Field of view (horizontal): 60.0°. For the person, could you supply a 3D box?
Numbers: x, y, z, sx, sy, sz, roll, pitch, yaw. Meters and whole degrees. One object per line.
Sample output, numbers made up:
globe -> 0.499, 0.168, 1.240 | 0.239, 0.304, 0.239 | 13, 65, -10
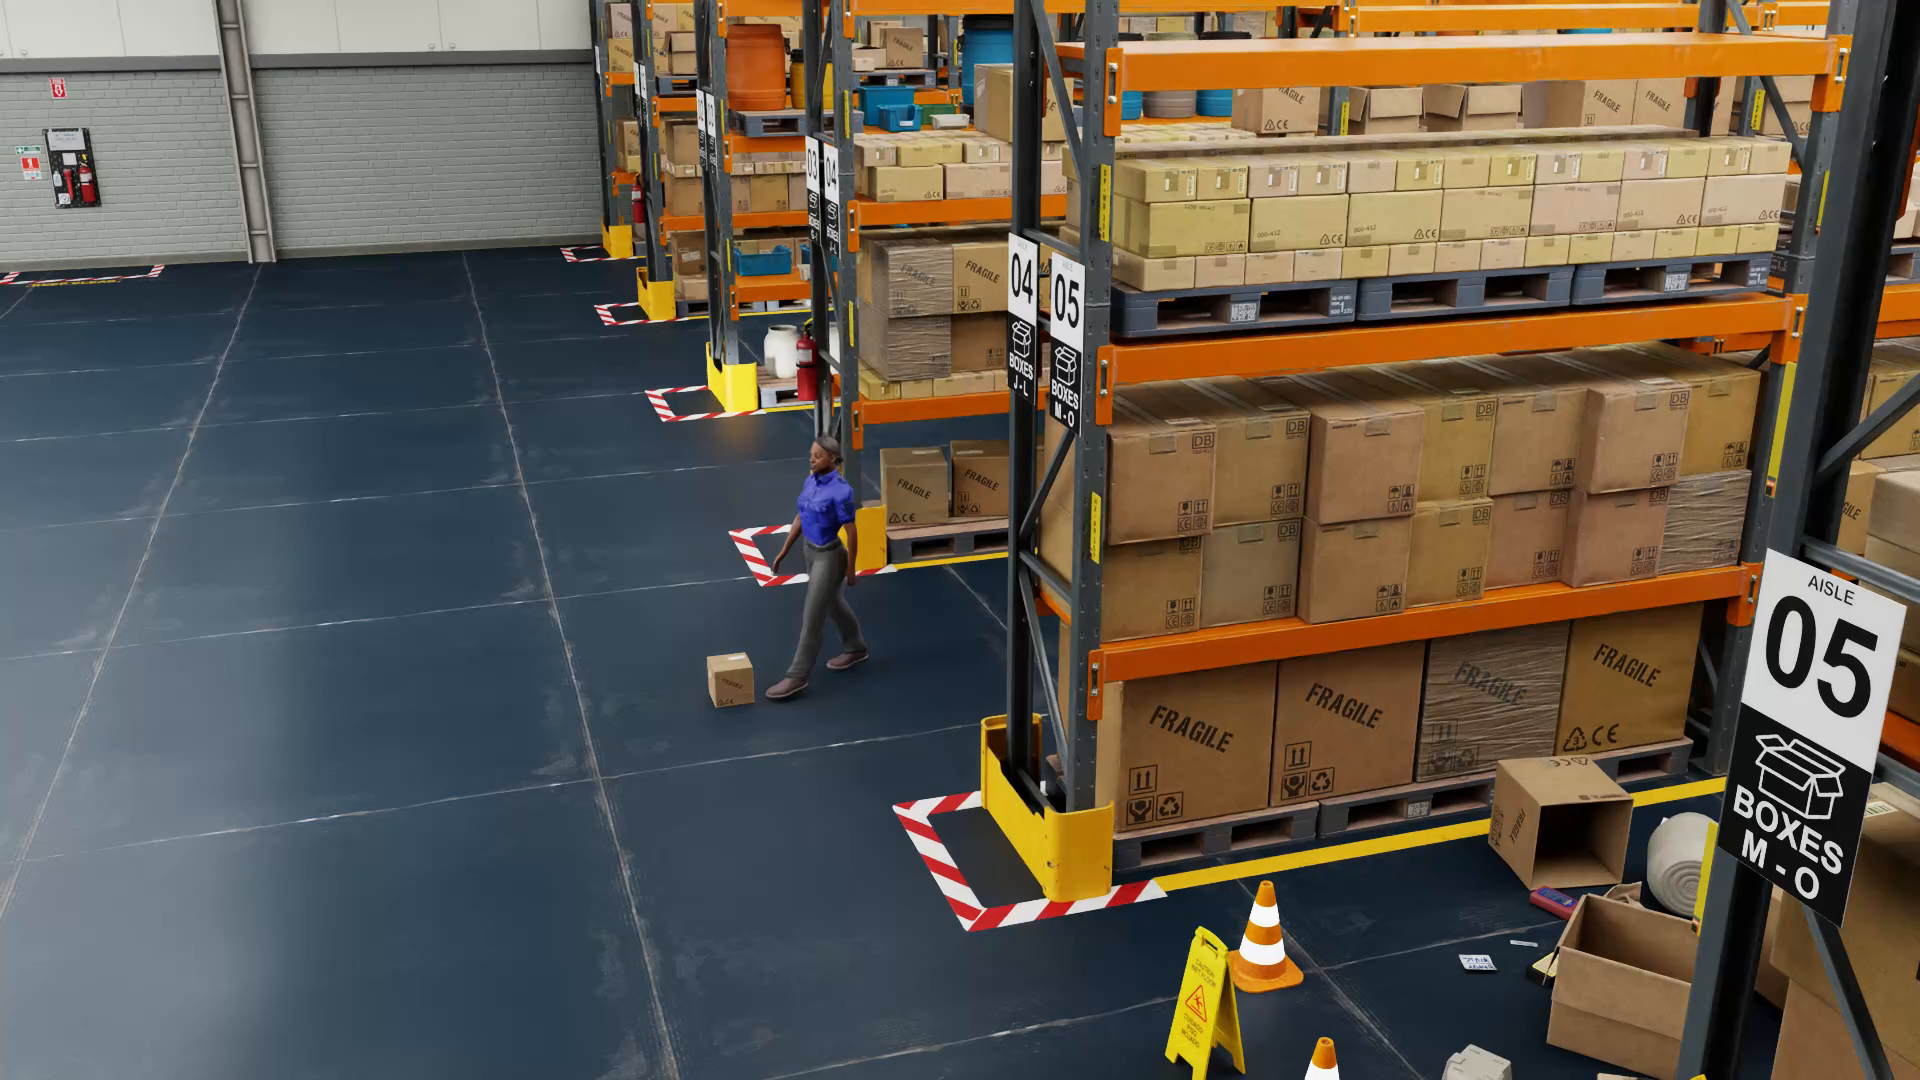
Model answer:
person -> -0.949, 0.134, 10.644 | 0.839, 1.622, 0.458 | -11, 22, -29
